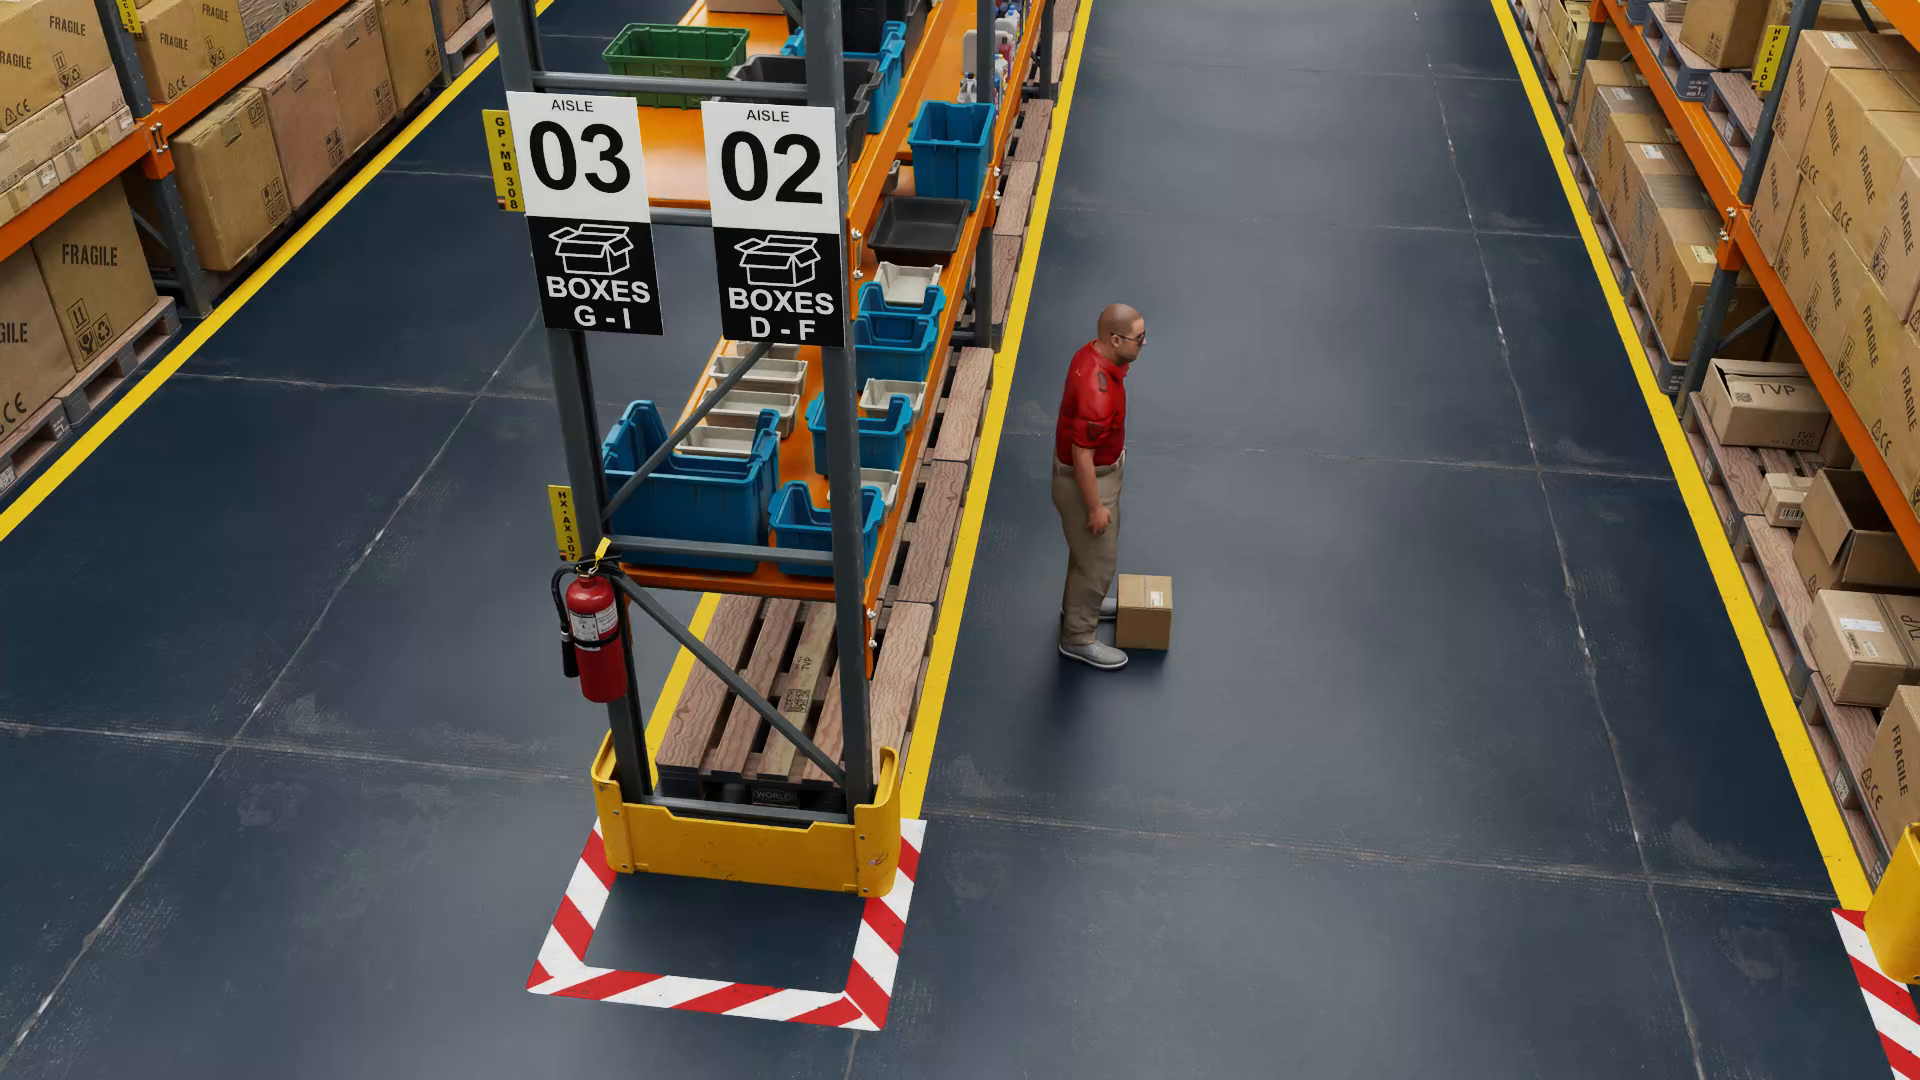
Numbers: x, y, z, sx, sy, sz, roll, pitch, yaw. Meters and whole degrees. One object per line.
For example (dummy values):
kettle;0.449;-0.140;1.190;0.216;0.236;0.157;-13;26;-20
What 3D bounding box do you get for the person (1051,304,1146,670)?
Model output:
person;0.610;-0.267;7.423;0.396;1.726;0.584;4;36;6
